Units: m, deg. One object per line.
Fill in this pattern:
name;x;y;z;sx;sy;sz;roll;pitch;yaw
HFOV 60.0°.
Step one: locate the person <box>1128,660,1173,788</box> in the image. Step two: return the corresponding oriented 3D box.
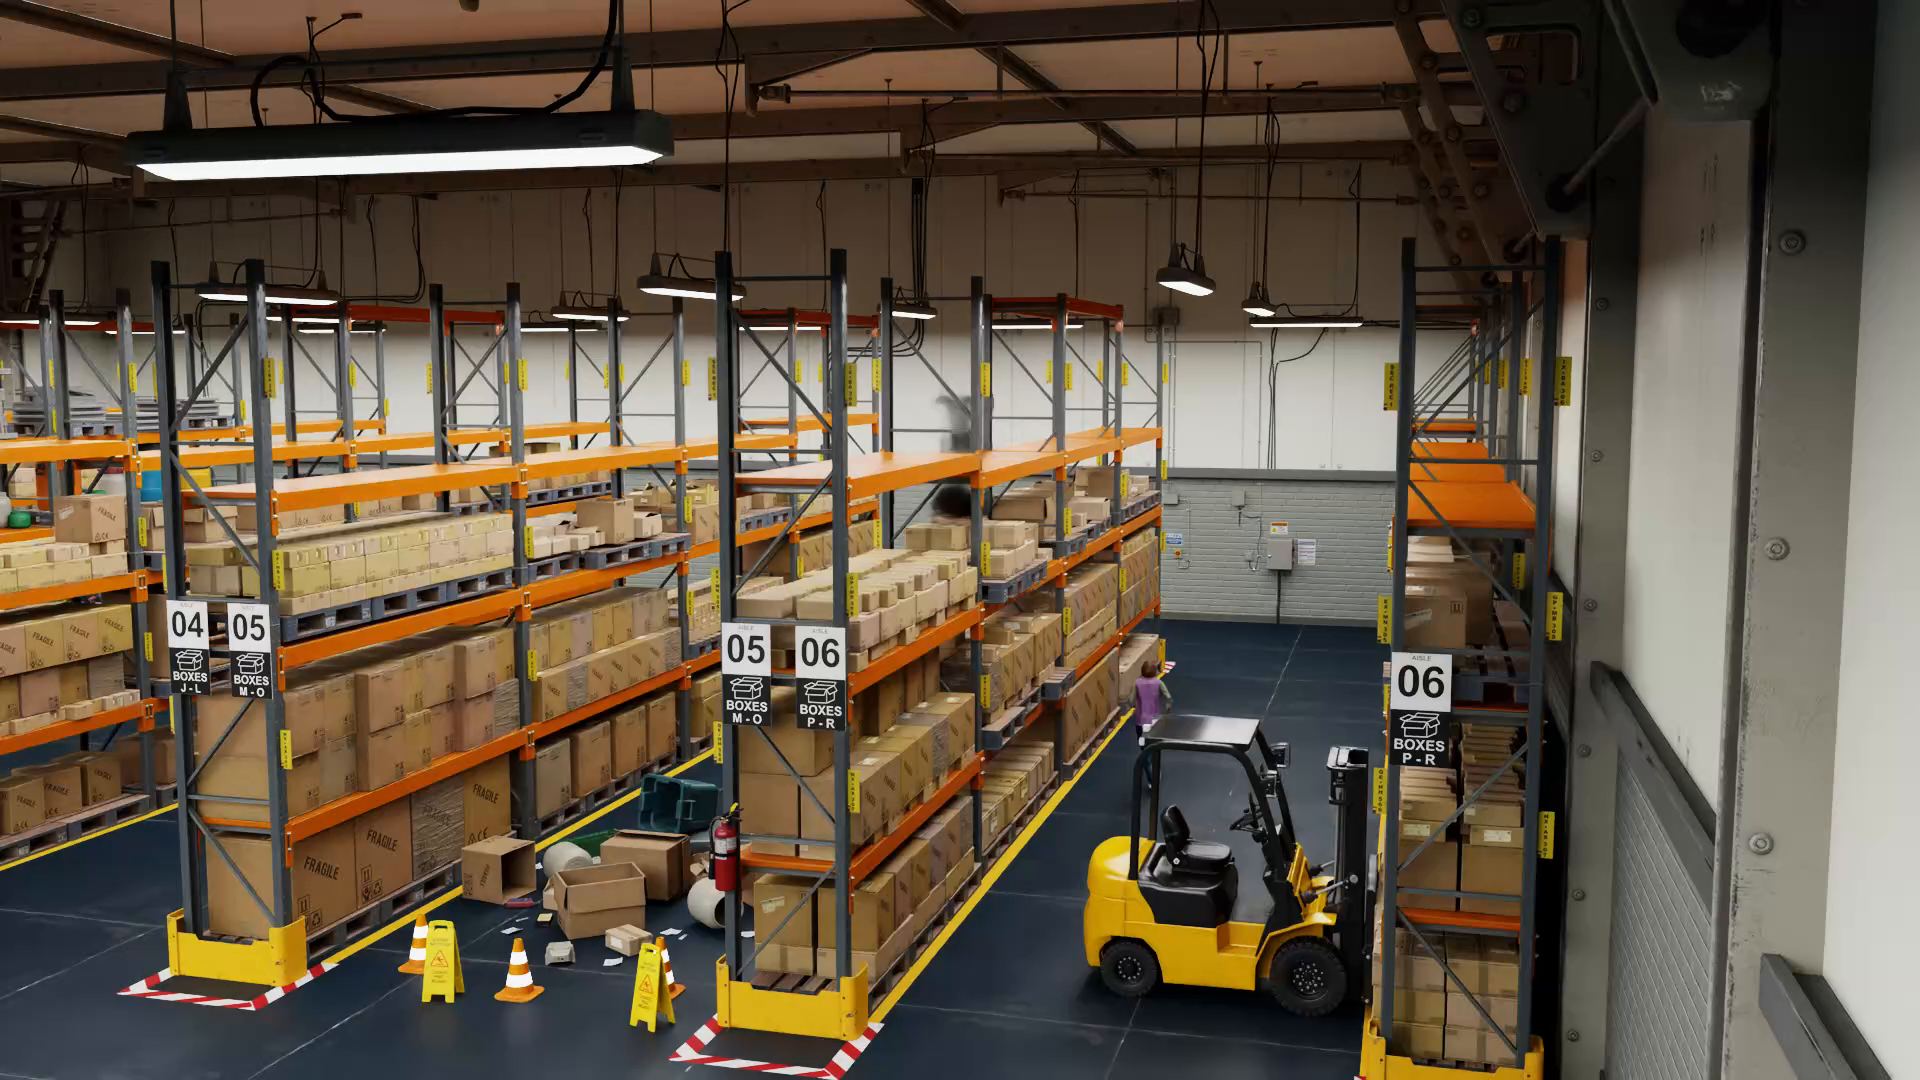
person;2.329;2.243;20.361;0.541;1.556;0.546;1;6;6
